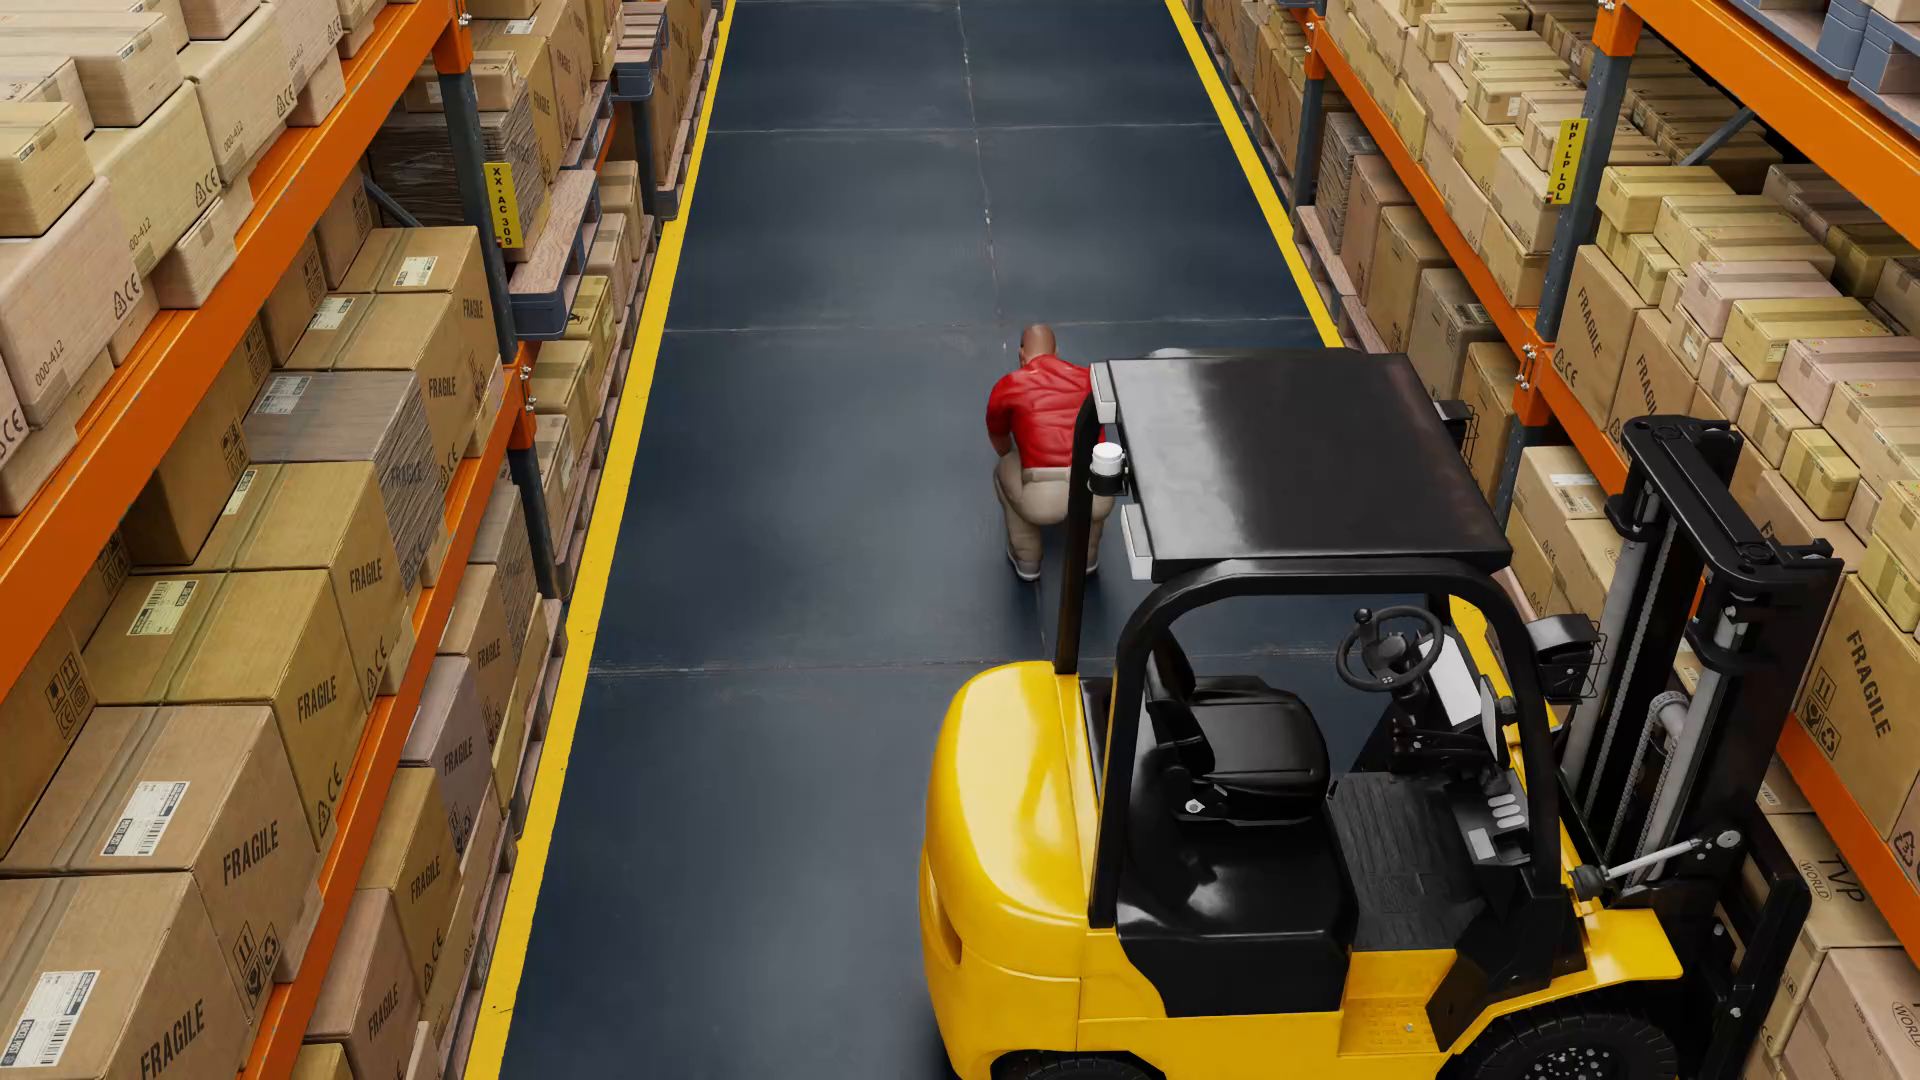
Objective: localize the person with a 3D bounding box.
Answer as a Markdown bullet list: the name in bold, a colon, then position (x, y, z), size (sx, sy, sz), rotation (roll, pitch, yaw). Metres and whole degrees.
- **person**: position (0.400, -0.377, 7.354), size (0.558, 0.983, 0.883), rotation (-2, 35, -2)
